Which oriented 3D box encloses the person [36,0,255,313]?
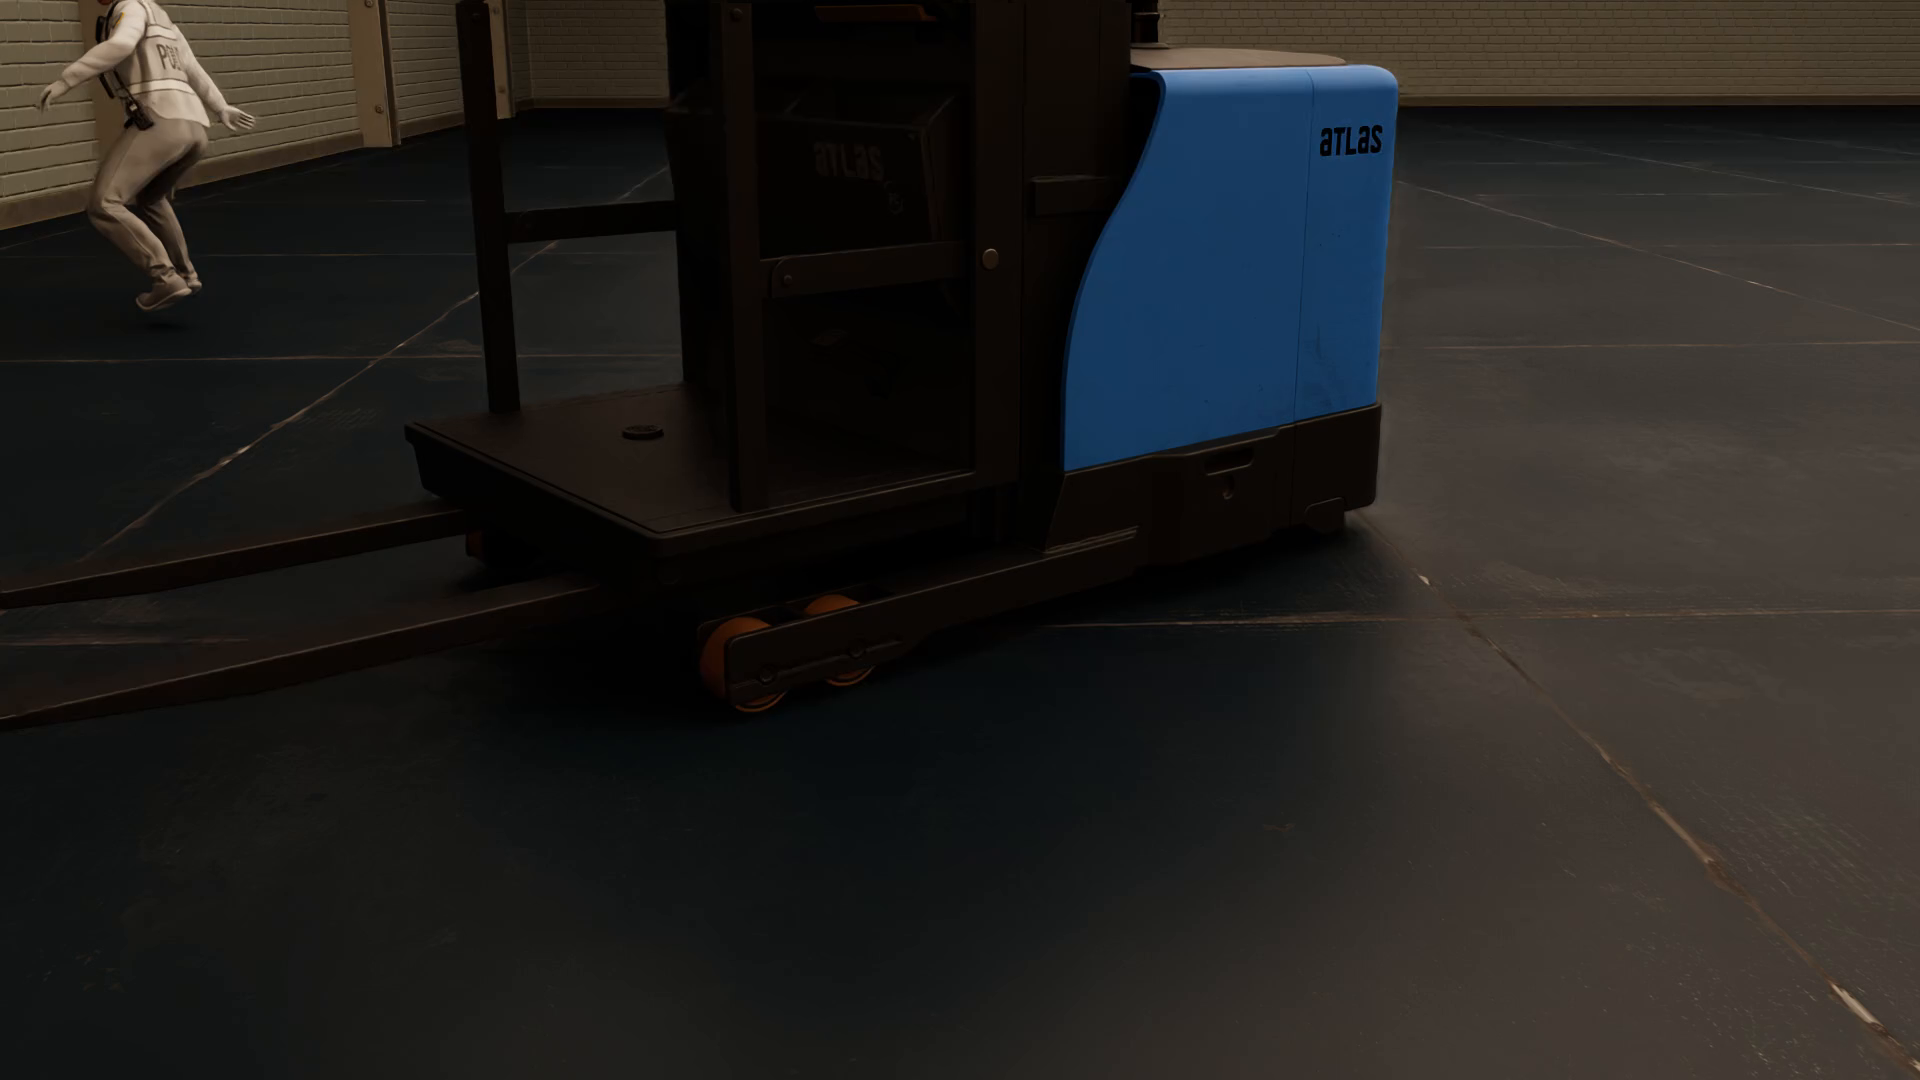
[{"bbox_3d":[-3.380,-1.683,6.984,0.528,1.596,1.067,-1,17,-2],"label":"person"}]

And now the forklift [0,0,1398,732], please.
[{"bbox_3d":[-0.468,-1.271,3.064,3.031,2.935,1.130,-13,21,-37],"label":"forklift"}]
